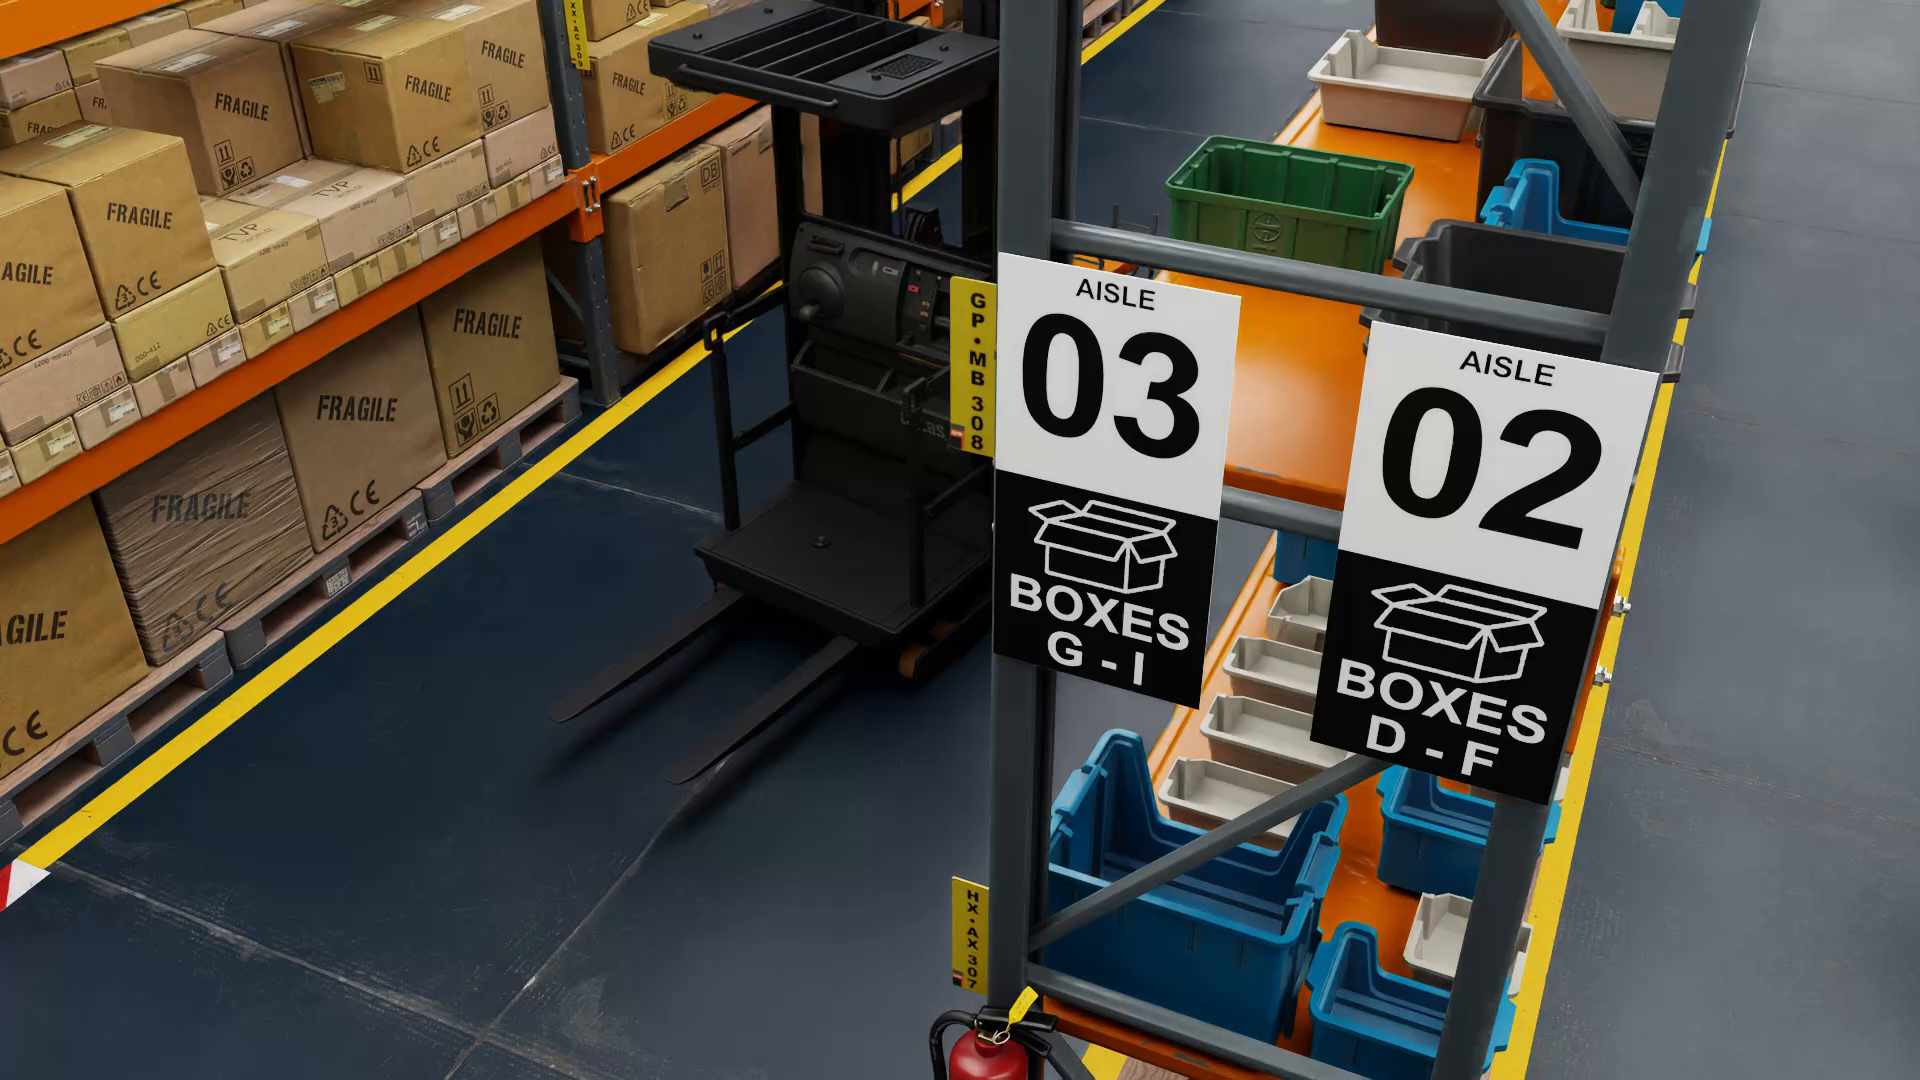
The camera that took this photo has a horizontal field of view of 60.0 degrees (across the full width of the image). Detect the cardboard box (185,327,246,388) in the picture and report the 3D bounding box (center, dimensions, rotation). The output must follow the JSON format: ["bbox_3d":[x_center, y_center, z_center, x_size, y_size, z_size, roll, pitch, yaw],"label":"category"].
[{"bbox_3d":[-2.978,-0.733,6.361,0.380,0.149,0.250,14,36,20],"label":"cardboard box"}]

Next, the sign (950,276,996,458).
[{"bbox_3d":[0.030,-0.288,2.814,0.100,0.325,0.005,14,36,20],"label":"sign"}]

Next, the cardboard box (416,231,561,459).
[{"bbox_3d":[-2.638,-1.064,8.193,0.875,0.875,0.875,14,36,20],"label":"cardboard box"}]

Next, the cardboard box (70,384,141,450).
[{"bbox_3d":[-3.193,-0.477,5.972,0.380,0.149,0.250,14,36,20],"label":"cardboard box"}]

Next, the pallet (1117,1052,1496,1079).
[{"bbox_3d":[0.917,1.805,4.805,1.003,0.211,1.213,14,36,20],"label":"pallet"}]

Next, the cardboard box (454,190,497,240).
[{"bbox_3d":[-2.334,-1.500,7.531,0.380,0.149,0.250,14,36,20],"label":"cardboard box"}]

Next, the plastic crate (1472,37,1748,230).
[{"bbox_3d":[1.425,-0.886,3.686,0.504,0.338,0.767,14,36,20],"label":"plastic crate"}]

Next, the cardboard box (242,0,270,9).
[{"bbox_3d":[-5.327,-4.057,12.415,0.500,0.250,0.500,15,36,21],"label":"cardboard box"}]

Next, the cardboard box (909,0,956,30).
[{"bbox_3d":[-0.362,-3.873,12.115,0.500,0.250,0.500,16,36,22],"label":"cardboard box"}]

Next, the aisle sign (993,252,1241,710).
[{"bbox_3d":[0.240,-0.078,2.762,0.394,0.787,0.004,14,36,20],"label":"aisle sign"}]

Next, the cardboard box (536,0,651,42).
[{"bbox_3d":[-2.029,-2.869,8.384,0.797,0.503,0.637,13,36,19],"label":"cardboard box"}]

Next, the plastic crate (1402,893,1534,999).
[{"bbox_3d":[1.148,0.938,3.770,0.250,0.136,0.298,14,36,20],"label":"plastic crate"}]

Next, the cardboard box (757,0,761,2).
[{"bbox_3d":[-1.239,-3.060,9.589,0.500,0.500,0.500,15,36,21],"label":"cardboard box"}]

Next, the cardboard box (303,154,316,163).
[{"bbox_3d":[-2.936,-1.729,7.517,0.500,0.250,0.500,14,36,20],"label":"cardboard box"}]

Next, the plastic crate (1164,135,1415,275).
[{"bbox_3d":[0.690,-0.682,3.512,0.450,0.188,0.336,14,36,20],"label":"plastic crate"}]

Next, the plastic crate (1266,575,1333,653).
[{"bbox_3d":[1.049,0.241,4.832,0.298,0.136,0.250,14,36,20],"label":"plastic crate"}]

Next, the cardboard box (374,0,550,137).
[{"bbox_3d":[-2.238,-2.173,7.510,0.500,0.500,0.500,15,36,22],"label":"cardboard box"}]

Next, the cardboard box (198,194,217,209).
[{"bbox_3d":[-3.361,-1.226,6.749,0.500,0.250,0.500,14,36,21],"label":"cardboard box"}]

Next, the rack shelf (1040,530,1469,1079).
[{"bbox_3d":[1.373,0.345,5.144,1.077,0.370,4.000,14,36,20],"label":"rack shelf"}]

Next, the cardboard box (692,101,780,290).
[{"bbox_3d":[-1.666,-2.143,9.838,1.225,0.875,0.875,13,35,19],"label":"cardboard box"}]

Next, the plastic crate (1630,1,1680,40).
[{"bbox_3d":[2.023,-1.375,4.616,0.293,0.136,0.466,14,36,20],"label":"plastic crate"}]

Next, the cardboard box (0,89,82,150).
[{"bbox_3d":[-6.201,-2.713,11.049,0.500,0.500,0.500,16,36,22],"label":"cardboard box"}]

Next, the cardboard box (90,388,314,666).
[{"bbox_3d":[-3.386,-0.173,6.833,0.875,0.875,0.875,14,36,20],"label":"cardboard box"}]

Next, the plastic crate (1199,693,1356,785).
[{"bbox_3d":[0.847,0.537,4.381,0.396,0.136,0.243,14,36,20],"label":"plastic crate"}]

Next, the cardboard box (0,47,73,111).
[{"bbox_3d":[-6.202,-3.027,10.844,0.500,0.250,0.500,13,35,18],"label":"cardboard box"}]

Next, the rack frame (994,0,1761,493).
[{"bbox_3d":[0.536,-1.468,1.782,1.000,3.000,0.127,14,36,20],"label":"rack frame"}]

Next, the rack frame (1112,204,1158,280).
[{"bbox_3d":[0.843,-1.085,8.311,0.240,1.200,0.015,21,39,29],"label":"rack frame"}]

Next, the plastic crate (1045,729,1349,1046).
[{"bbox_3d":[0.507,0.791,3.721,0.616,0.435,0.499,14,36,20],"label":"plastic crate"}]

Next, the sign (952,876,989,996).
[{"bbox_3d":[0.030,0.854,3.563,0.100,0.325,0.005,14,36,20],"label":"sign"}]

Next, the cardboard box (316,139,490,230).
[{"bbox_3d":[-2.449,-1.611,7.337,0.500,0.250,0.500,15,36,22],"label":"cardboard box"}]

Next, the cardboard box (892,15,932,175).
[{"bbox_3d":[-0.923,-3.028,11.187,1.225,0.875,0.875,13,35,18],"label":"cardboard box"}]

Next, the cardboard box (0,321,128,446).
[{"bbox_3d":[-3.305,-0.595,5.787,0.500,0.250,0.500,14,36,20],"label":"cardboard box"}]

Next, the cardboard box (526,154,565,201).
[{"bbox_3d":[-2.119,-1.756,7.921,0.380,0.149,0.250,14,36,21],"label":"cardboard box"}]

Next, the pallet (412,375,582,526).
[{"bbox_3d":[-2.678,-0.561,8.413,1.003,0.211,1.213,14,36,20],"label":"pallet"}]

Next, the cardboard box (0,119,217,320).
[{"bbox_3d":[-3.096,-1.156,5.960,0.500,0.500,0.500,13,35,19],"label":"cardboard box"}]

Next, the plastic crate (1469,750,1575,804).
[{"bbox_3d":[1.432,0.600,4.285,0.250,0.136,0.298,14,36,20],"label":"plastic crate"}]

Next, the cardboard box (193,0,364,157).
[{"bbox_3d":[-2.934,-2.040,7.307,0.500,0.500,0.500,14,36,20],"label":"cardboard box"}]

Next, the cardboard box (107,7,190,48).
[{"bbox_3d":[-5.764,-3.546,11.635,0.500,0.250,0.500,16,36,22],"label":"cardboard box"}]

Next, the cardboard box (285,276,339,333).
[{"bbox_3d":[-2.764,-0.989,6.752,0.380,0.149,0.250,15,36,21],"label":"cardboard box"}]

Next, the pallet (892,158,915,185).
[{"bbox_3d":[-1.014,-2.538,11.429,1.003,0.211,1.213,14,36,20],"label":"pallet"}]

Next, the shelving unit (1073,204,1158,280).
[{"bbox_3d":[0.703,-0.976,8.144,0.258,1.200,0.503,21,39,29],"label":"shelving unit"}]

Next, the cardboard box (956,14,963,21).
[{"bbox_3d":[-0.133,-3.836,12.743,0.700,0.500,0.500,11,35,17],"label":"cardboard box"}]

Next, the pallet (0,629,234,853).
[{"bbox_3d":[-3.699,0.654,6.560,1.003,0.211,1.213,14,36,20],"label":"pallet"}]

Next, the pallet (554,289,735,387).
[{"bbox_3d":[-2.034,-1.323,9.575,1.003,0.211,1.213,14,36,20],"label":"pallet"}]

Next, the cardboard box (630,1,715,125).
[{"bbox_3d":[-1.660,-2.552,8.815,0.500,0.500,0.500,14,36,21],"label":"cardboard box"}]

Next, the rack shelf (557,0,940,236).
[{"bbox_3d":[-1.452,-2.783,9.915,1.077,0.370,4.000,14,36,20],"label":"rack shelf"}]

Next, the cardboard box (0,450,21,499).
[{"bbox_3d":[-3.408,-0.220,5.579,0.380,0.149,0.250,14,36,20],"label":"cardboard box"}]

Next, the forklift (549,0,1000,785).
[{"bbox_3d":[-0.422,-0.941,6.511,1.130,2.935,3.031,21,39,29],"label":"forklift"}]

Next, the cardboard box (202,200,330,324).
[{"bbox_3d":[-2.878,-1.105,6.566,0.500,0.250,0.500,13,36,20],"label":"cardboard box"}]
